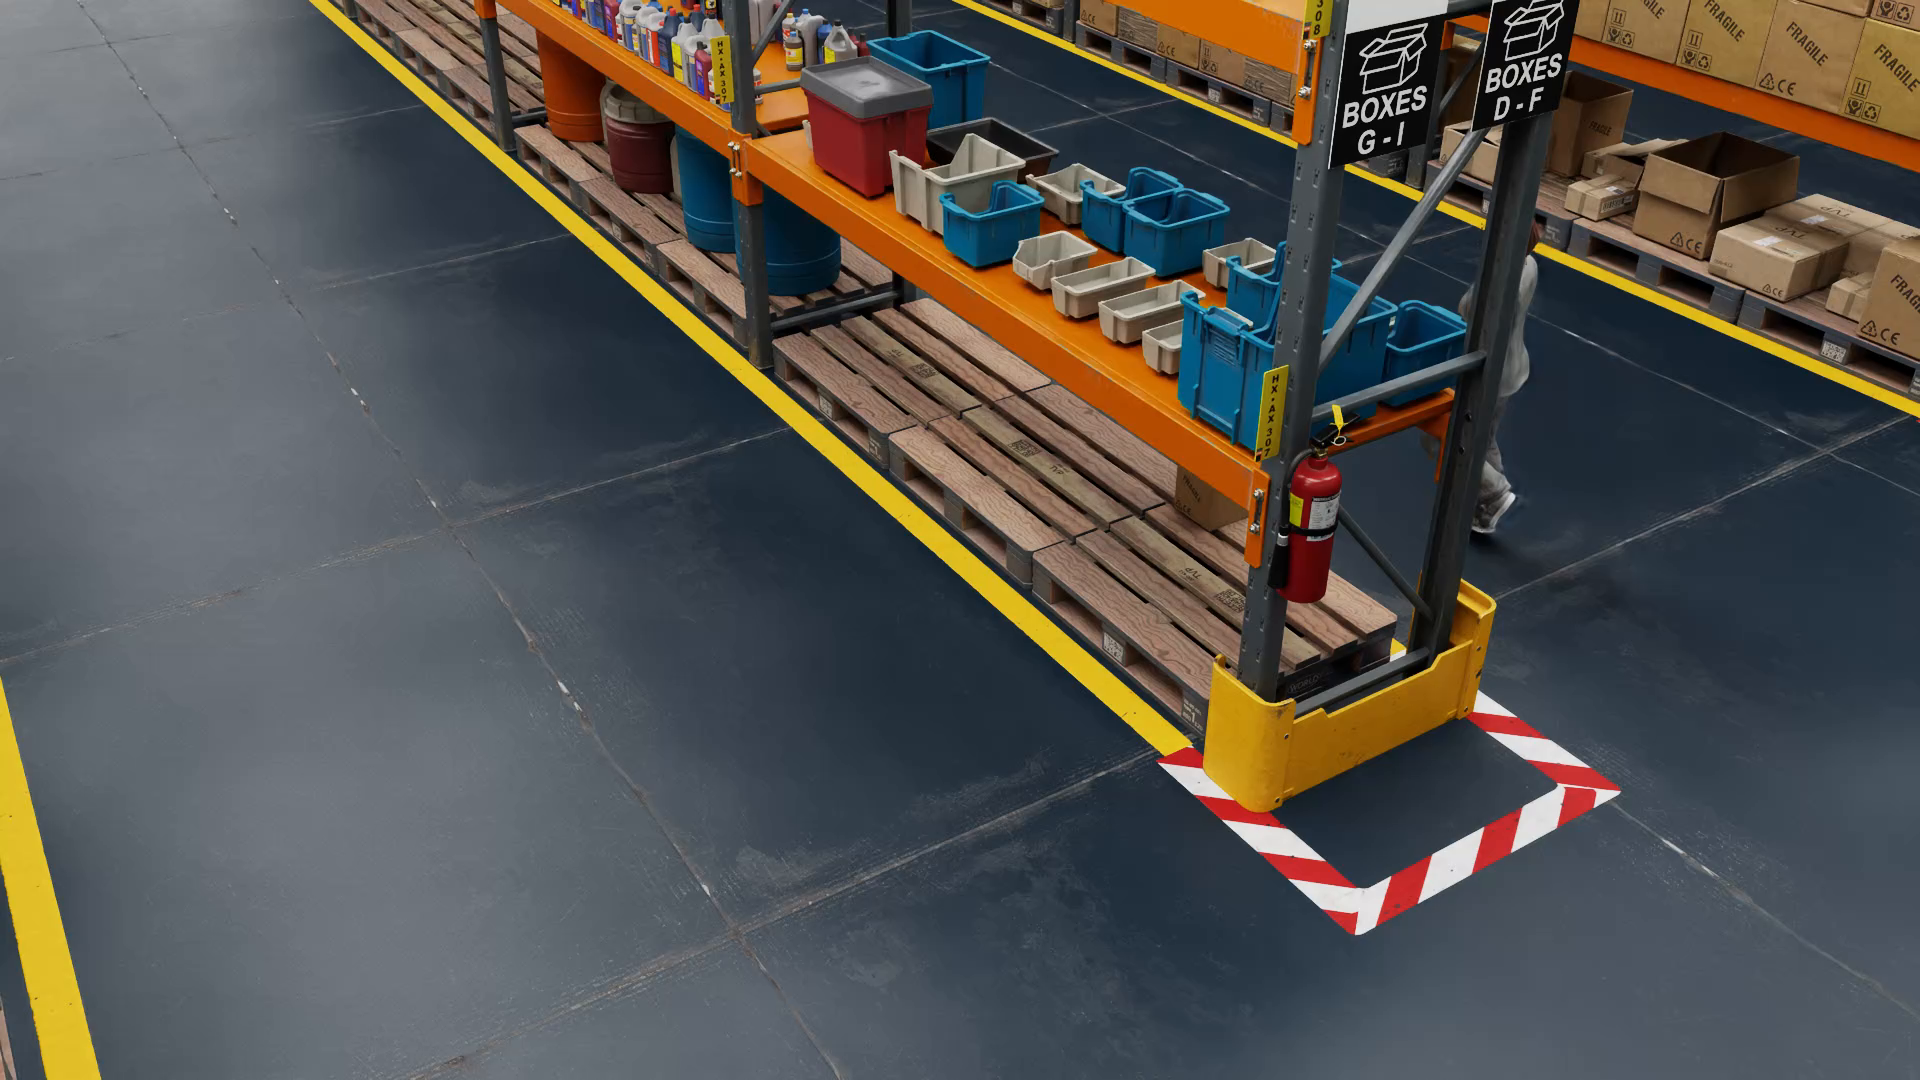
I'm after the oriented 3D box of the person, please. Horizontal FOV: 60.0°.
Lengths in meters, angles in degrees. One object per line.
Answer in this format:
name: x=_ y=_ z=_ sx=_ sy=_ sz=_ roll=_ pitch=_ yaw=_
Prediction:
person: x=2.269 y=-0.678 z=7.164 sx=0.426 sy=1.569 sz=0.483 roll=22 pitch=39 yaw=30
